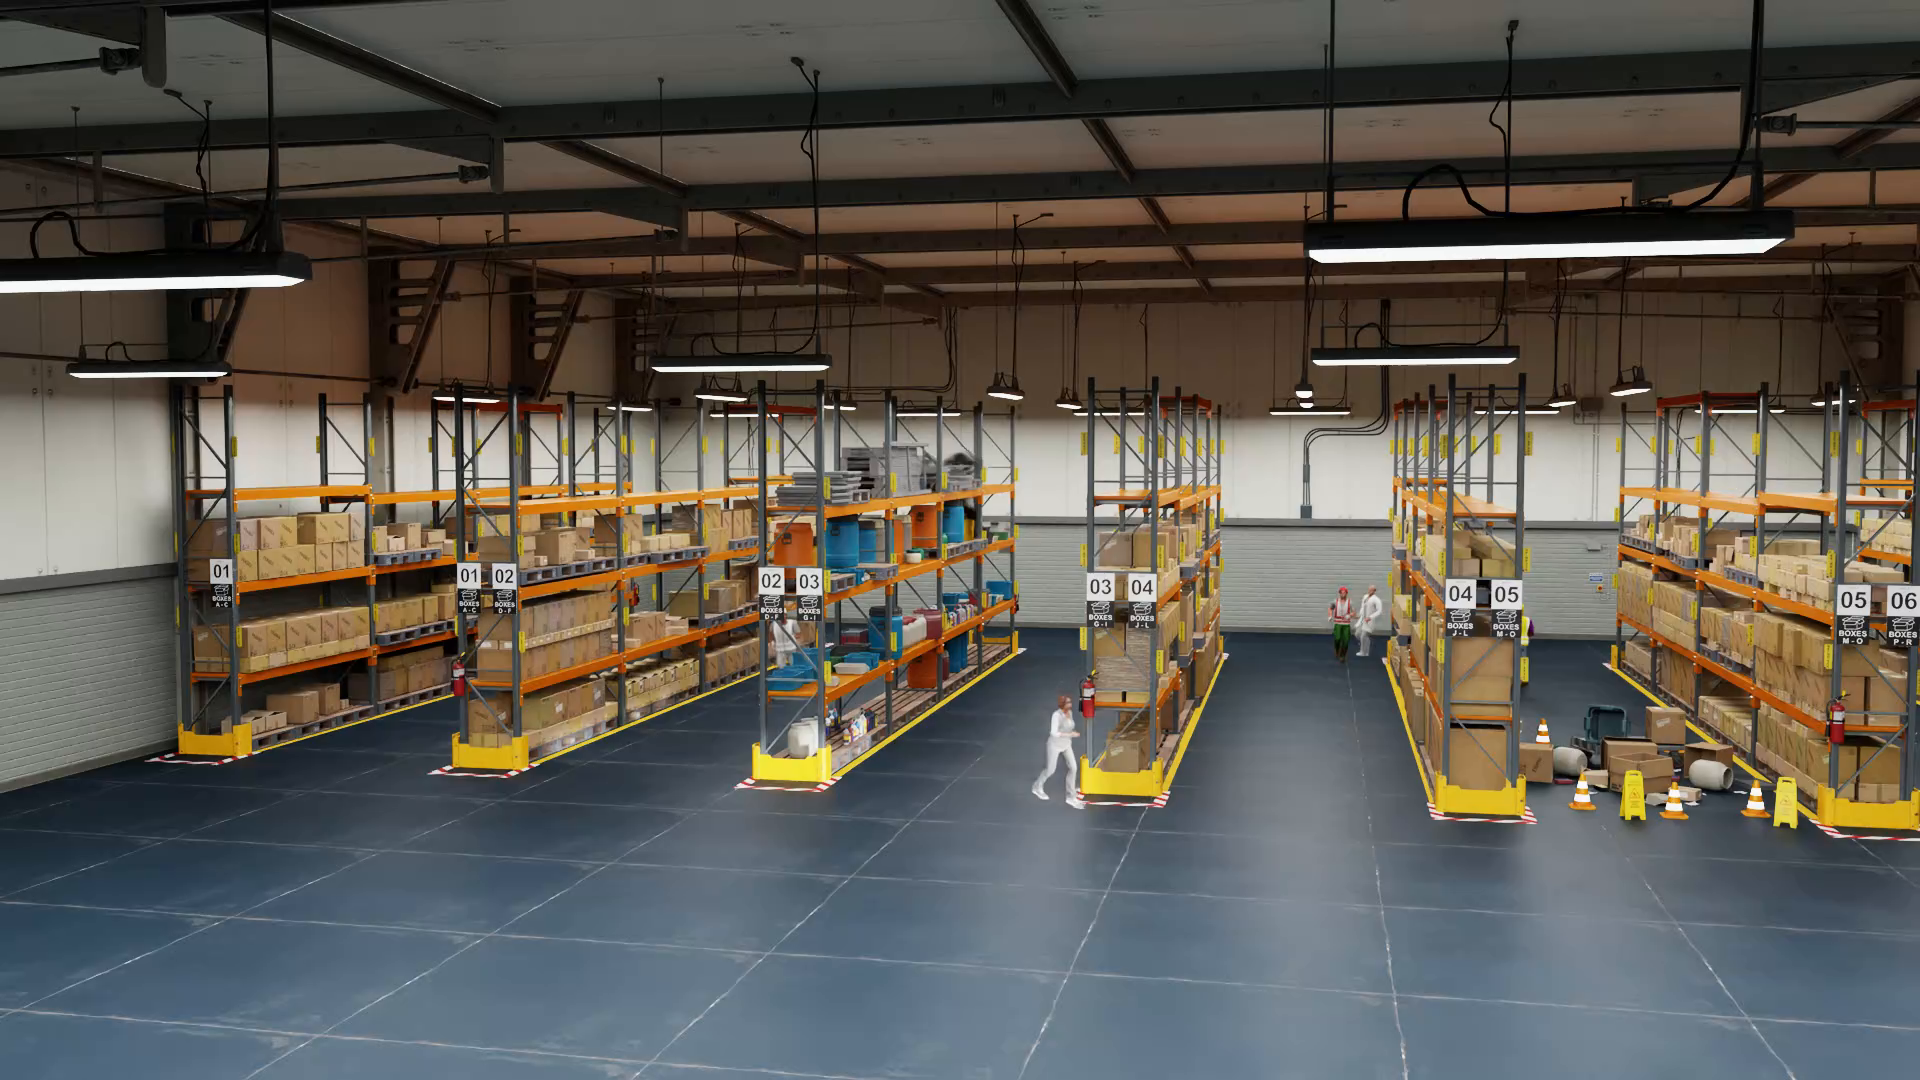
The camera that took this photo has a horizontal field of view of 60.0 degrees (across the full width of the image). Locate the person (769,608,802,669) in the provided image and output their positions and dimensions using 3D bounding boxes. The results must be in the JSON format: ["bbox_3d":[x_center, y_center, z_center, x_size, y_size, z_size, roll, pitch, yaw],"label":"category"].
[{"bbox_3d":[-3.530,2.226,33.532,0.676,1.757,0.878,0,3,0],"label":"person"}]

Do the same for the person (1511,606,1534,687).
[{"bbox_3d":[11.539,2.210,34.333,0.661,1.785,0.945,0,3,2],"label":"person"}]

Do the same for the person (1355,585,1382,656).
[{"bbox_3d":[9.744,1.926,39.601,0.601,1.715,0.745,-2,4,-35],"label":"person"}]

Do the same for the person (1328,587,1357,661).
[{"bbox_3d":[8.857,1.957,38.545,0.653,1.740,0.628,1,3,11],"label":"person"}]

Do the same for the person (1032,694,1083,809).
[{"bbox_3d":[1.360,2.918,23.156,0.547,1.589,0.898,-3,4,-44],"label":"person"}]
